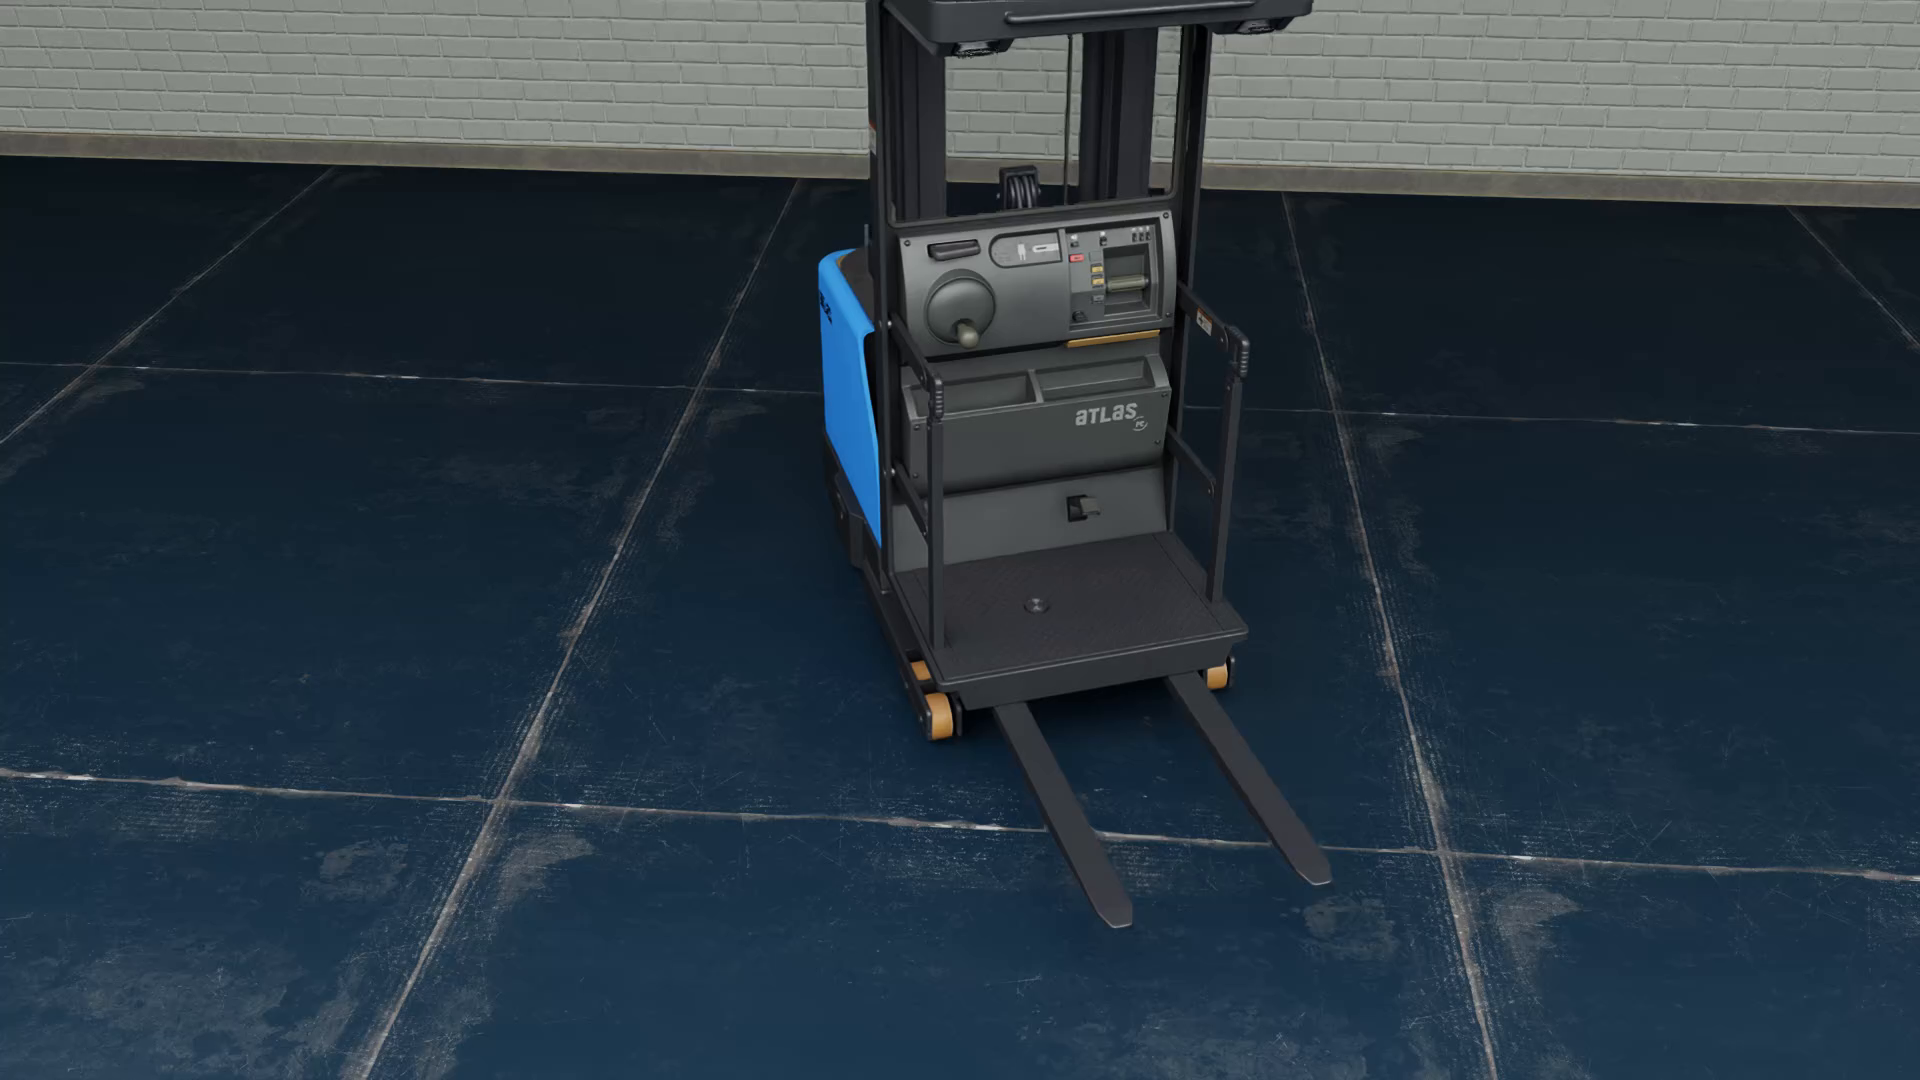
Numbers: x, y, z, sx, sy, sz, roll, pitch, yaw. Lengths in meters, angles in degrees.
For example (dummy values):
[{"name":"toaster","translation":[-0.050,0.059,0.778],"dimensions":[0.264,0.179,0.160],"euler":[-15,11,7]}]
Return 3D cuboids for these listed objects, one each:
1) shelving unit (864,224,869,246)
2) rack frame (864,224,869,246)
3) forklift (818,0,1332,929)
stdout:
[{"name":"shelving unit","translation":[-0.265,-0.808,7.061],"dimensions":[0.215,1.050,0.252],"euler":[-9,33,-14]},{"name":"rack frame","translation":[-0.299,-0.870,7.160],"dimensions":[0.200,1.050,0.008],"euler":[-9,33,-14]},{"name":"forklift","translation":[0.324,-0.798,5.252],"dimensions":[1.130,2.935,3.031],"euler":[-9,33,-14]}]
